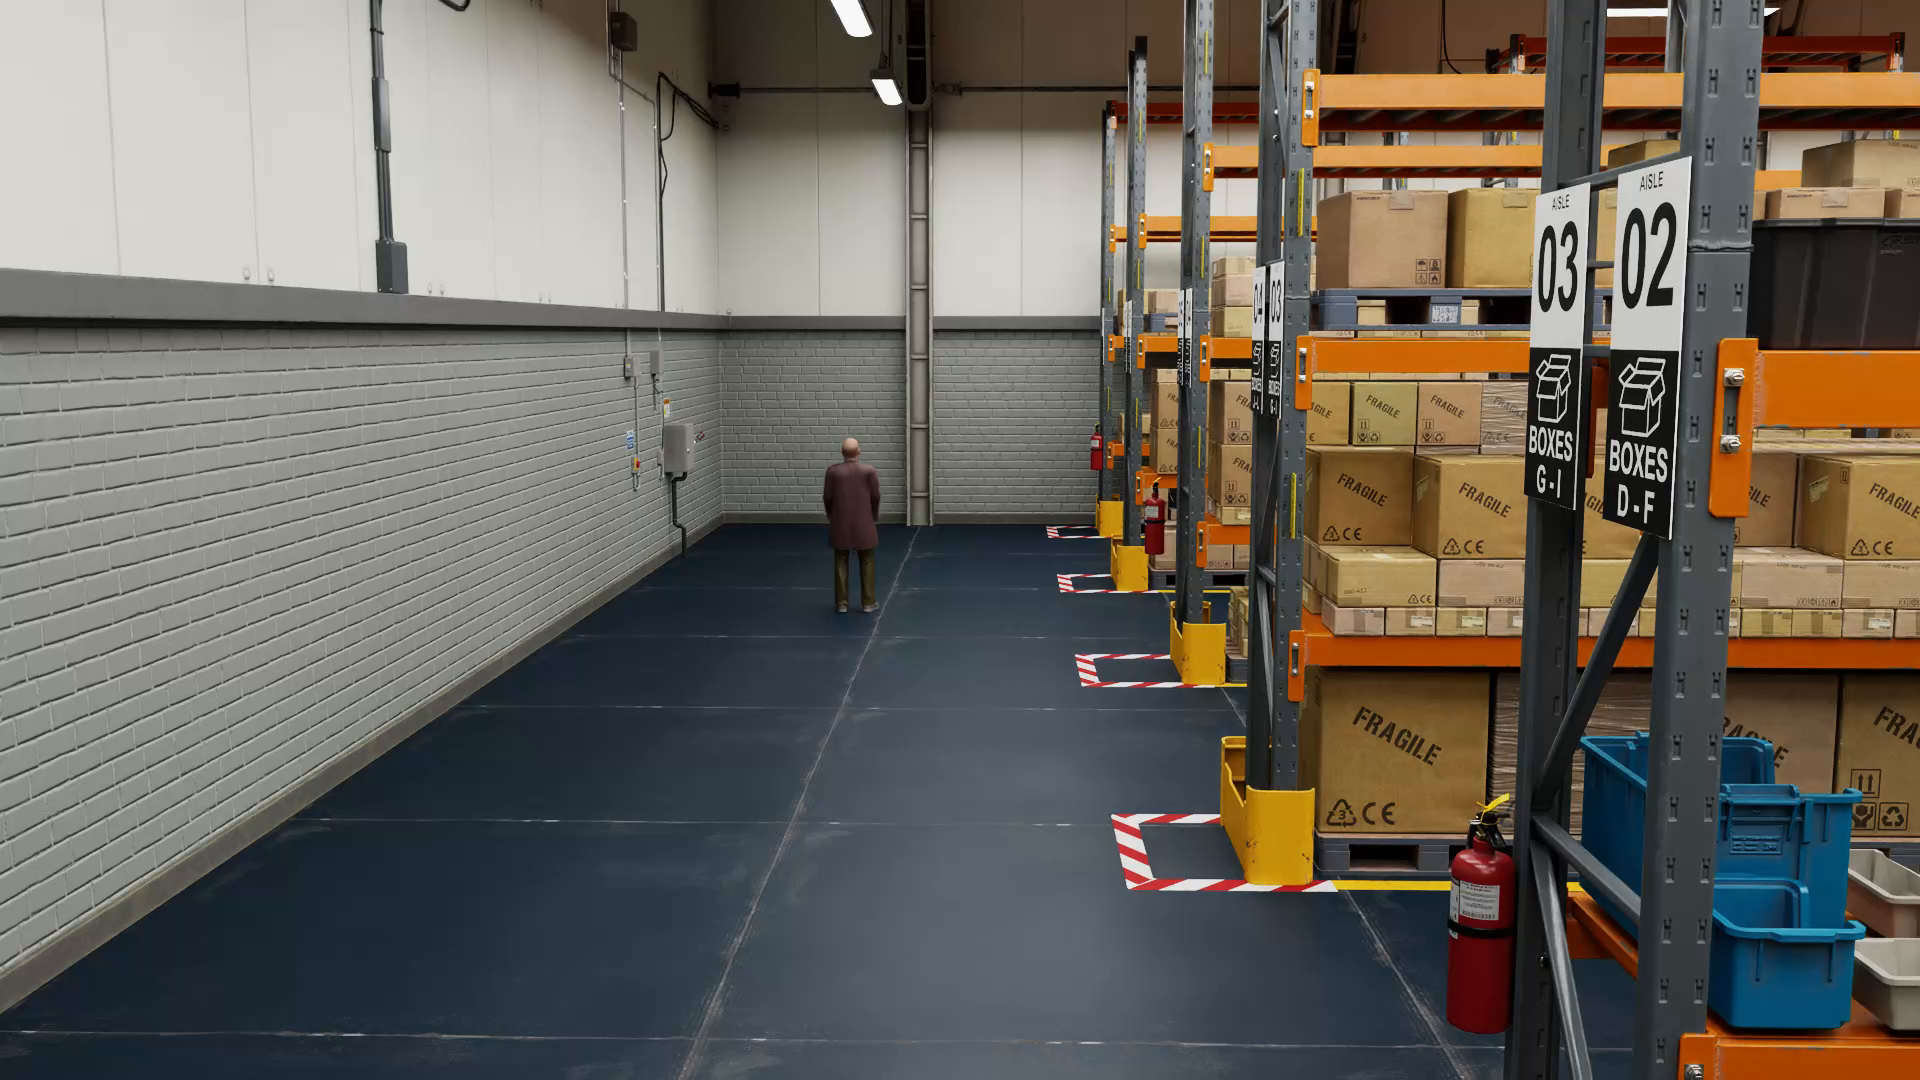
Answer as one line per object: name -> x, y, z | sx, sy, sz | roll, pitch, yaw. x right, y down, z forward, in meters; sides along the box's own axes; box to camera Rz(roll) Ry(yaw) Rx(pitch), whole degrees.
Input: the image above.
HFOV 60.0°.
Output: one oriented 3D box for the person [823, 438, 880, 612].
person -> -1.102, -0.152, 17.025 | 0.583, 1.780, 0.424 | 0, 7, 0
